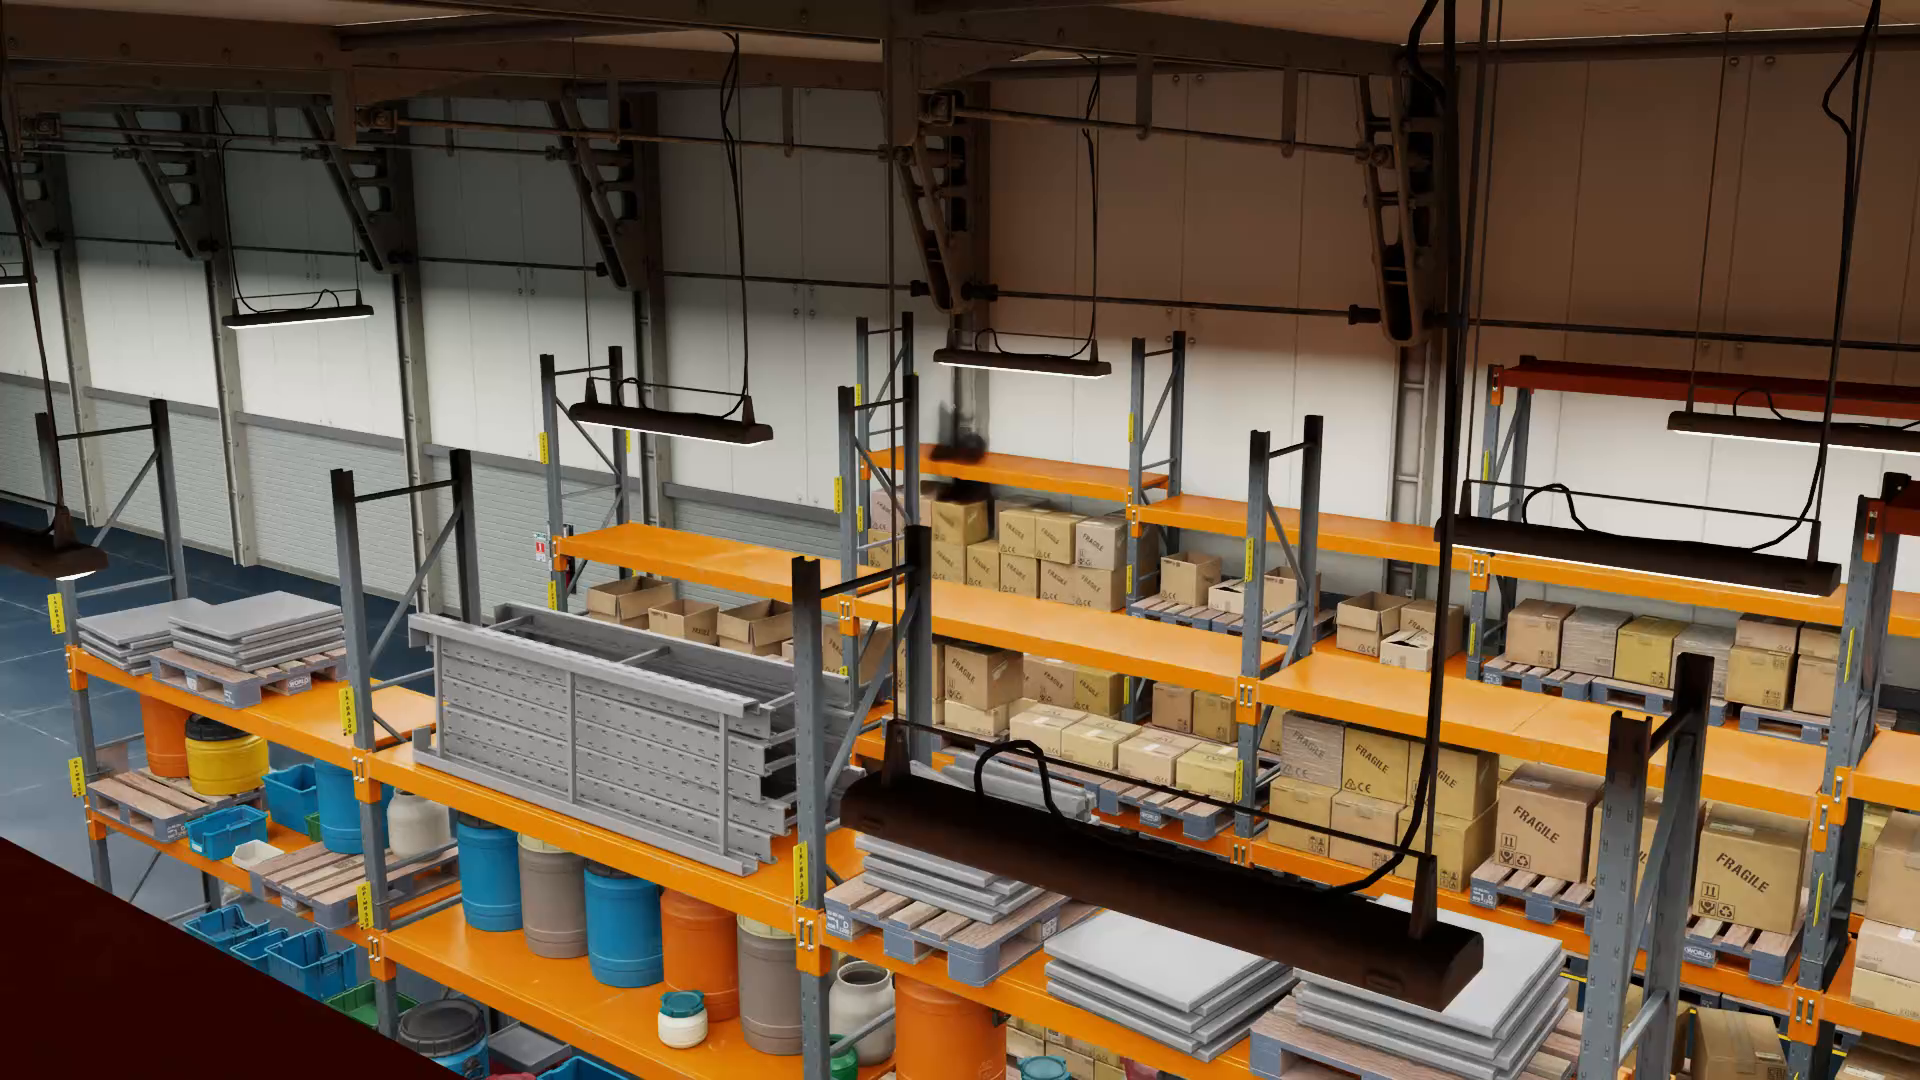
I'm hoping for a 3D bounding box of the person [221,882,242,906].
[{"bbox_3d":[-7.708,3.100,17.989,0.891,1.818,0.640,-5,14,-21],"label":"person"}]
